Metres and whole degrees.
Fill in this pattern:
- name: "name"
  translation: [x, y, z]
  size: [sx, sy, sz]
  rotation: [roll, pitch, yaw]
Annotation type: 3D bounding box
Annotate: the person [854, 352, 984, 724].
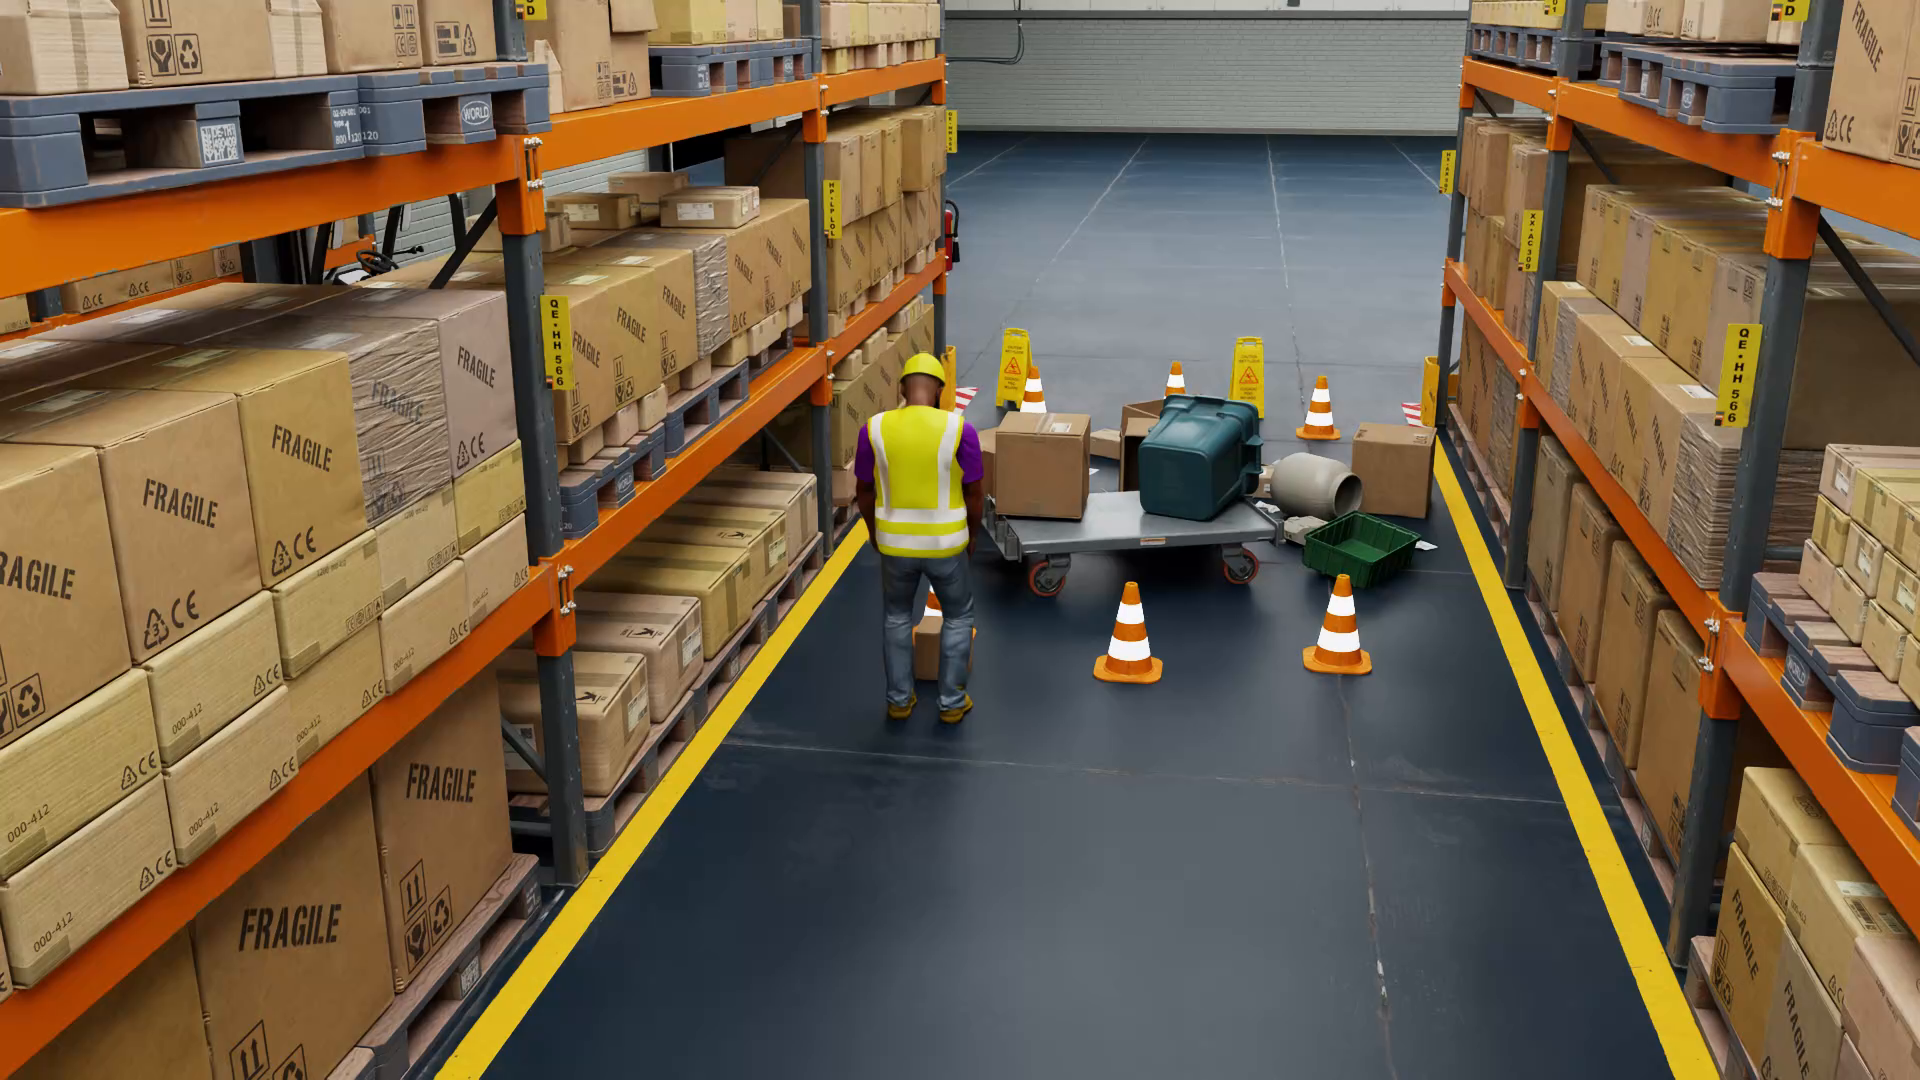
- name: "person"
  translation: [-0.183, -0.003, 7.644]
  size: [0.598, 1.696, 0.491]
  rotation: [3, 18, 10]
